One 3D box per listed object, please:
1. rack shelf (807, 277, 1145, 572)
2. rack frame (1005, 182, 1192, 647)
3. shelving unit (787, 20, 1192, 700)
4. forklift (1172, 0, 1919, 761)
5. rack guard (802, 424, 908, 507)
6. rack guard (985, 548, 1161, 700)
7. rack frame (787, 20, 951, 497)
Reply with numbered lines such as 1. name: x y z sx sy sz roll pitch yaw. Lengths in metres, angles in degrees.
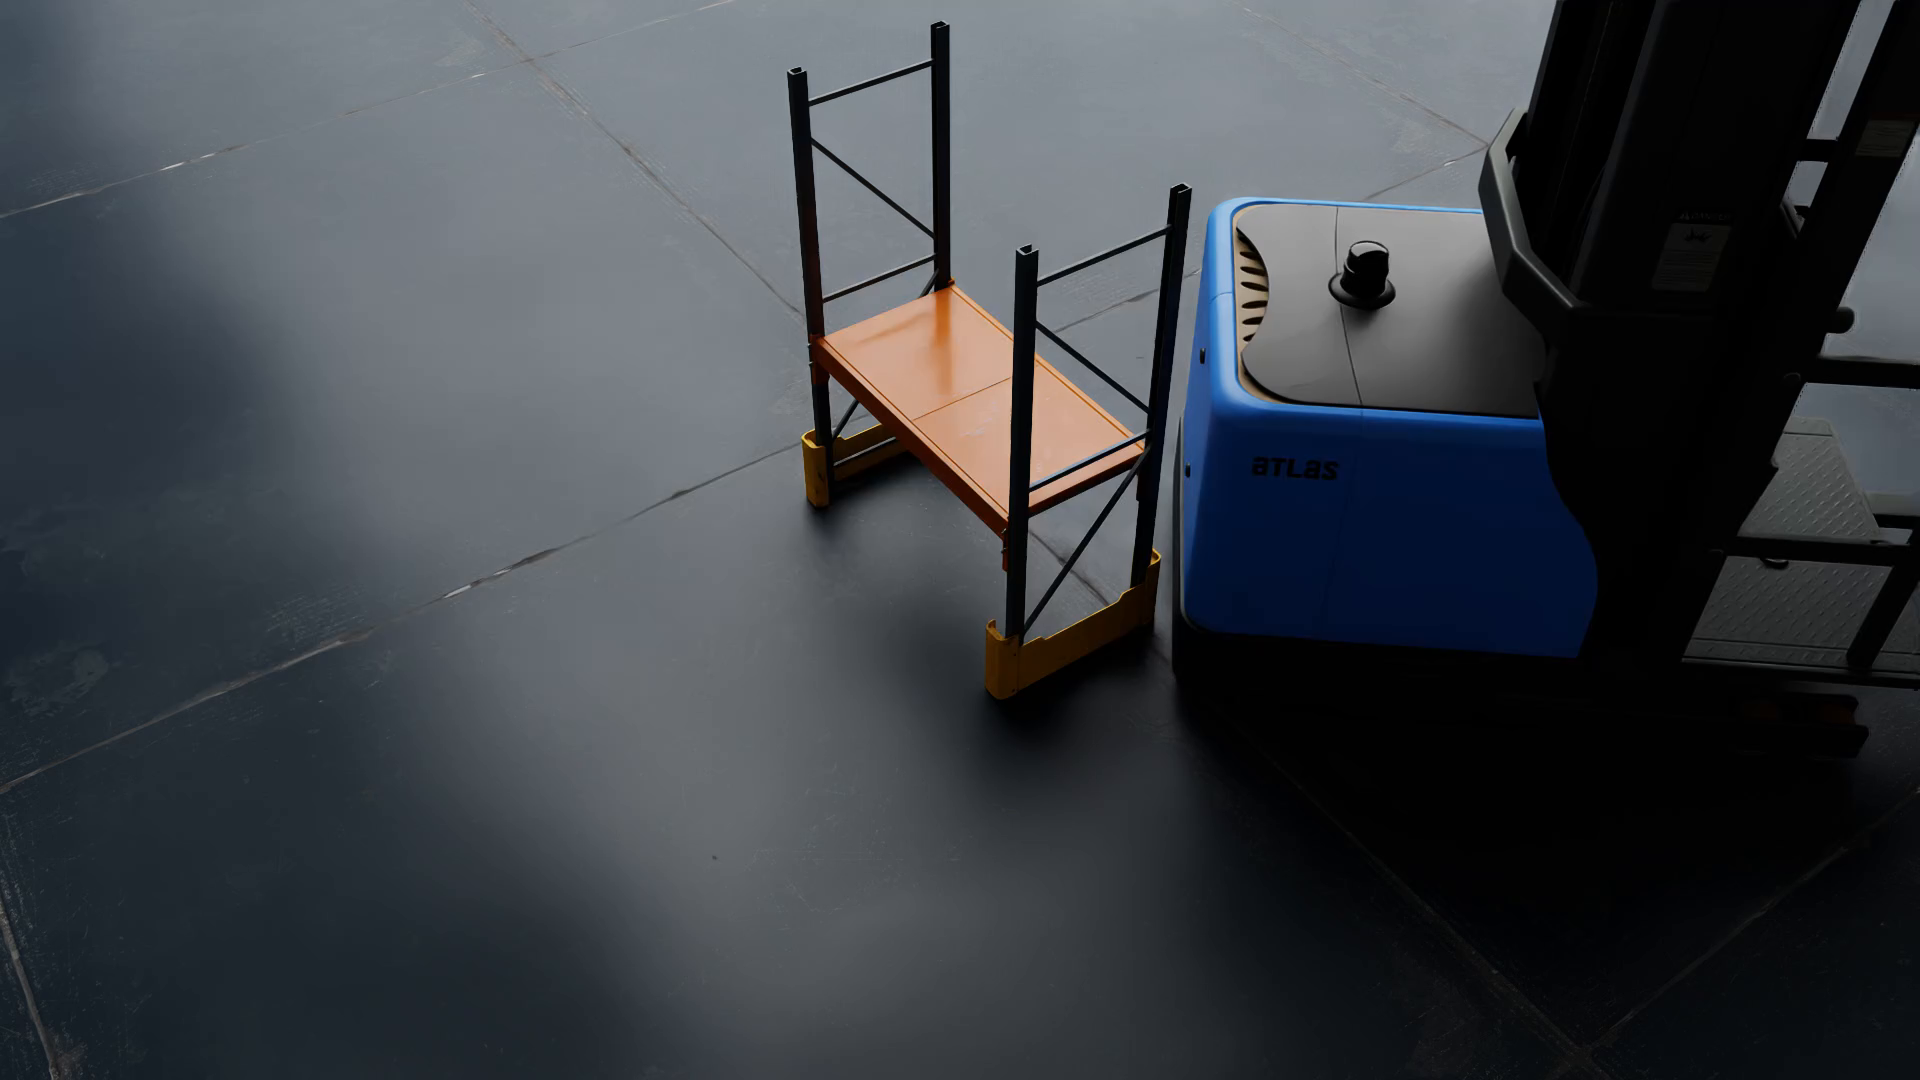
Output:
1. rack shelf: 0.049 -0.364 4.806 0.538 0.185 1.000 -26 49 -24
2. rack frame: 0.340 -0.206 4.380 0.500 1.500 0.032 -26 49 -24
3. shelving unit: 0.044 -0.499 4.687 0.587 1.500 1.083 -26 49 -24
4. forklift: 2.157 -0.836 4.003 3.031 2.935 1.130 4 44 4
5. rack guard: -0.241 -0.329 5.414 0.587 0.250 0.087 -26 49 -24
6. rack guard: 0.329 0.235 4.823 0.587 0.250 0.087 -26 49 -24
7. rack frame: -0.242 -0.782 4.983 0.500 1.500 0.032 -26 49 -24
